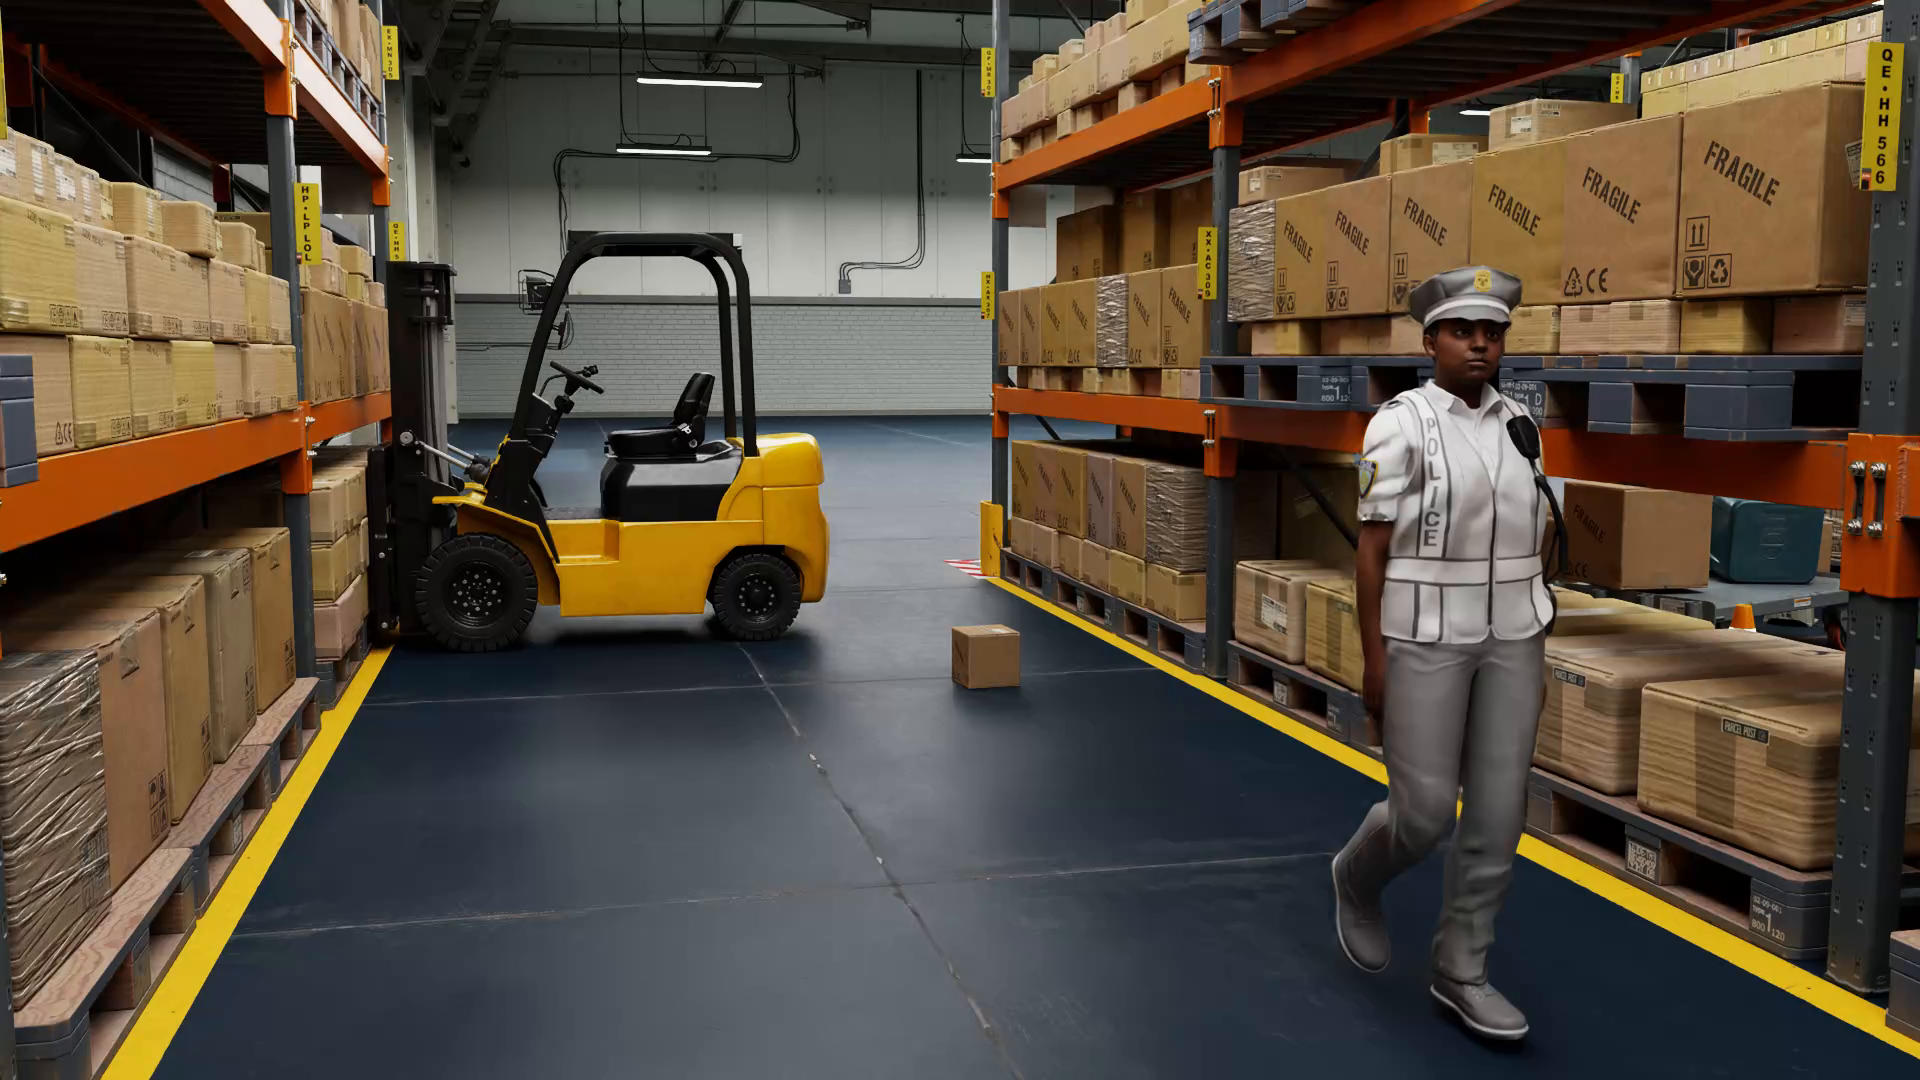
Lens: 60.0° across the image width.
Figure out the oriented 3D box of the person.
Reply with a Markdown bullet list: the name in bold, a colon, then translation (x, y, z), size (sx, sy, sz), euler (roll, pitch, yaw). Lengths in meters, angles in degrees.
- **person**: translation (1.104, 0.331, 3.771), size (0.390, 1.347, 0.446), euler (-1, 6, -12)
